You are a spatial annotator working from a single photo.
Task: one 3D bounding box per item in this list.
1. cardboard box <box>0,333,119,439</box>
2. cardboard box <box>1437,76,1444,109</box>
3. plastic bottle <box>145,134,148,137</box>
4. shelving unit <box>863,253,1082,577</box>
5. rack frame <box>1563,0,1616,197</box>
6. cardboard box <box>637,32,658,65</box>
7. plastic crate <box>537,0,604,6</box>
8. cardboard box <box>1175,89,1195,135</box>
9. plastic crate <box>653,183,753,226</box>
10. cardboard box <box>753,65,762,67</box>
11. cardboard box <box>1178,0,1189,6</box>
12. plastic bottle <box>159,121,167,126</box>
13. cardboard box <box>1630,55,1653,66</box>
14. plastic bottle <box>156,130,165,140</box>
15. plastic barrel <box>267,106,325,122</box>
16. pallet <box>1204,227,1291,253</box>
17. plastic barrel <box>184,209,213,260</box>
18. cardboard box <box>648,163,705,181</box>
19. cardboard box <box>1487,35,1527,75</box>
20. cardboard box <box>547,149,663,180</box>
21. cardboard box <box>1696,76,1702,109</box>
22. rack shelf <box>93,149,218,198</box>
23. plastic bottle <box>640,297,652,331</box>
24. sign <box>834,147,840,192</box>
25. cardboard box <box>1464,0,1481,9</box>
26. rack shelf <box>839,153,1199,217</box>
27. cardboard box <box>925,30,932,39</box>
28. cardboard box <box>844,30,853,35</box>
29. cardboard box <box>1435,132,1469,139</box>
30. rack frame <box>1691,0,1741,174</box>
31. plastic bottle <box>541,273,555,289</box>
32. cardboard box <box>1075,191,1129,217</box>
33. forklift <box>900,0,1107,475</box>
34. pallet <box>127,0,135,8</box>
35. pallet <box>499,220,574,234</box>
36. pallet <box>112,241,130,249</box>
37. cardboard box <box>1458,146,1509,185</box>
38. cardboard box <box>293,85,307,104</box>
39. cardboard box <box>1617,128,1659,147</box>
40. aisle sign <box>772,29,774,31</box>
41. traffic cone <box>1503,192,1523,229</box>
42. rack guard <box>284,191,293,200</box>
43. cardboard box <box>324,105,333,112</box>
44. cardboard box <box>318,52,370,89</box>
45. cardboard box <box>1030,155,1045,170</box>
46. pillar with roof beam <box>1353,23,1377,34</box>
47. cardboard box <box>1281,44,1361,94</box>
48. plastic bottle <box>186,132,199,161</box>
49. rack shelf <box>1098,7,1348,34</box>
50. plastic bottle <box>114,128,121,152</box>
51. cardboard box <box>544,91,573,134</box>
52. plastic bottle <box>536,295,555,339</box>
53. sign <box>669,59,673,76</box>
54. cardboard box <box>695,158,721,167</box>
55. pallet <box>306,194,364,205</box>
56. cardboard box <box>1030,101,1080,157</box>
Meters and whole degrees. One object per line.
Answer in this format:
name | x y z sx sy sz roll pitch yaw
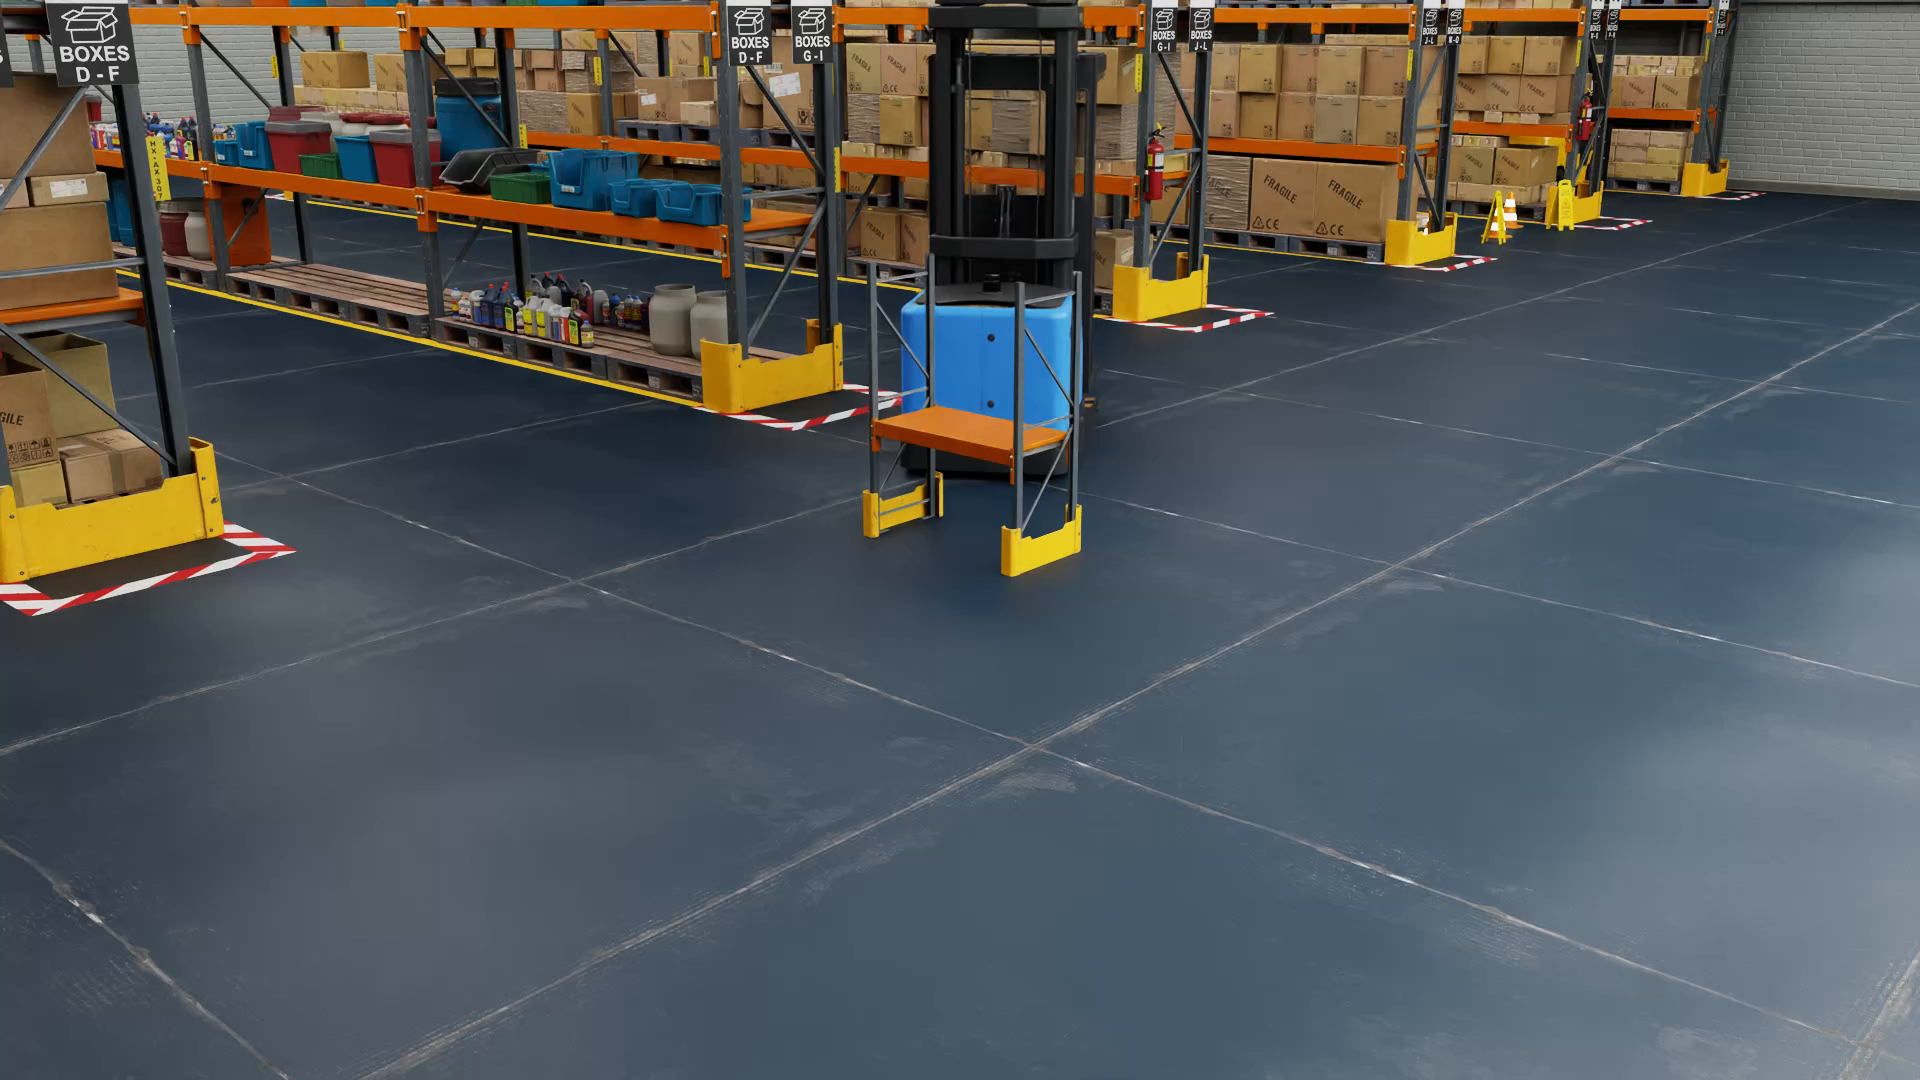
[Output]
cardboard box | -5.219 -0.878 9.532 0.500 0.500 0.500 15 23 39
cardboard box | 6.868 -6.401 23.665 0.500 0.500 0.500 15 23 40
plastic bottle | -8.723 -4.258 17.763 0.133 0.283 0.061 15 23 39
shelving unit | 0.057 -0.700 8.837 1.083 1.500 0.587 15 23 39
rack frame | 8.566 -5.856 22.605 0.127 3.000 1.000 15 23 39
cardboard box | -4.914 -8.033 27.155 0.500 0.500 0.500 16 23 41
plastic crate | -2.925 -4.230 12.550 0.575 0.384 0.392 15 23 39
cardboard box | 3.075 -5.414 20.963 0.550 0.550 0.875 15 23 39
plastic crate | -1.872 -2.455 12.135 0.616 0.251 0.499 15 23 39
cardboard box | -3.189 -7.453 26.374 0.250 0.149 0.380 16 24 42
cardboard box | 1.800 -5.127 15.598 0.500 0.250 0.500 16 24 41
plastic bottle | -9.115 -4.663 19.051 0.135 0.276 0.152 15 23 39
cardboard box | 10.895 -7.658 26.555 0.250 0.149 0.380 15 23 40
plastic bottle | -8.407 -4.175 17.520 0.097 0.271 0.097 0 18 0
plastic barrel | -6.735 -4.140 16.972 0.708 0.536 0.600 15 23 39
pallet | 3.798 -3.774 20.656 1.213 0.211 1.003 15 23 39
plastic barrel | -8.142 -3.301 17.974 0.421 0.512 0.421 0 18 0
cardboard box | -3.474 -4.468 20.397 0.500 0.250 0.500 16 24 41
cardboard box | 7.666 -6.678 22.887 0.500 0.500 0.700 15 23 40
cardboard box | -4.497 -4.551 21.311 0.875 0.875 1.225 14 22 37
cardboard box | 11.672 -7.190 26.642 0.500 0.500 0.500 16 24 41
rack shelf | -8.779 -4.158 18.445 4.000 0.370 1.077 15 23 39
plastic bottle | -2.606 -1.892 13.879 0.133 0.283 0.061 16 23 40
sign | -0.931 -2.749 12.357 0.005 0.325 0.100 15 23 39
cardboard box | 7.175 -7.438 23.046 0.250 0.149 0.380 14 22 38
rack shelf | 0.492 -3.673 16.914 4.000 0.370 1.077 15 23 39
cardboard box | -0.473 -9.221 30.317 0.250 0.149 0.380 15 23 38
cardboard box | -1.959 -9.406 30.899 0.250 0.149 0.380 15 23 39
cardboard box | 8.469 -6.953 29.294 0.625 0.625 0.875 16 24 42
rack frame | 11.858 -6.980 26.146 0.127 3.000 1.000 15 23 39
plastic bottle | -3.618 -2.179 14.672 0.185 0.351 0.144 14 23 38
cardboard box | 1.840 -4.751 22.148 0.750 0.750 1.050 15 23 39
forklift | 0.380 -2.195 11.181 1.130 2.935 3.031 3 18 9
pallet | -8.773 -5.880 18.034 1.213 0.211 1.003 15 23 39
pallet | -5.443 -4.311 22.348 1.213 0.211 1.003 15 23 39
pallet | -9.725 -3.409 19.505 1.213 0.211 1.003 15 23 39
cardboard box | 7.401 -5.309 23.493 0.500 0.500 0.500 16 24 41
cardboard box | -9.799 -6.739 25.144 0.500 0.250 0.500 14 23 38
cardboard box | 10.921 -6.469 26.735 0.500 0.250 0.500 16 23 40
aisle sign | -3.647 -10.256 32.173 0.004 0.787 0.394 15 23 39
traffic cone | 7.388 -4.441 22.341 0.334 0.463 0.336 15 23 39
rack guard | -9.997 -5.640 26.056 0.348 0.500 1.175 15 23 39
cardboard box | -9.162 -6.355 24.592 0.250 0.149 0.380 14 23 38
cardboard box | -9.033 -6.894 24.391 0.500 0.500 0.500 14 23 38
cardboard box | 0.894 -3.707 16.248 0.250 0.149 0.380 15 23 39
pillar with roof beam | 4.591 -10.414 27.048 0.400 9.000 9.100 15 23 39
cardboard box | 4.303 -5.618 19.822 0.550 0.550 0.875 15 23 39
plastic bottle | -7.869 -4.029 17.040 0.133 0.283 0.061 15 23 39
rack shelf | 4.079 -8.148 26.056 4.000 0.370 1.077 15 23 39
plastic bottle | -9.174 -4.381 18.169 0.097 0.271 0.097 0 18 0
cardboard box | -4.898 -5.412 21.041 0.500 0.500 0.500 15 23 39
plastic bottle | -3.364 -1.827 13.561 0.185 0.351 0.144 16 24 41
sign | -3.642 -5.859 20.831 0.005 0.325 0.100 15 23 39
cardboard box | -4.066 -6.100 26.900 0.250 0.149 0.380 16 23 40
pallet | -9.329 -5.354 25.635 1.213 0.211 1.003 15 23 39
cardboard box | 1.142 -3.993 16.078 0.500 0.500 0.875 15 23 39
